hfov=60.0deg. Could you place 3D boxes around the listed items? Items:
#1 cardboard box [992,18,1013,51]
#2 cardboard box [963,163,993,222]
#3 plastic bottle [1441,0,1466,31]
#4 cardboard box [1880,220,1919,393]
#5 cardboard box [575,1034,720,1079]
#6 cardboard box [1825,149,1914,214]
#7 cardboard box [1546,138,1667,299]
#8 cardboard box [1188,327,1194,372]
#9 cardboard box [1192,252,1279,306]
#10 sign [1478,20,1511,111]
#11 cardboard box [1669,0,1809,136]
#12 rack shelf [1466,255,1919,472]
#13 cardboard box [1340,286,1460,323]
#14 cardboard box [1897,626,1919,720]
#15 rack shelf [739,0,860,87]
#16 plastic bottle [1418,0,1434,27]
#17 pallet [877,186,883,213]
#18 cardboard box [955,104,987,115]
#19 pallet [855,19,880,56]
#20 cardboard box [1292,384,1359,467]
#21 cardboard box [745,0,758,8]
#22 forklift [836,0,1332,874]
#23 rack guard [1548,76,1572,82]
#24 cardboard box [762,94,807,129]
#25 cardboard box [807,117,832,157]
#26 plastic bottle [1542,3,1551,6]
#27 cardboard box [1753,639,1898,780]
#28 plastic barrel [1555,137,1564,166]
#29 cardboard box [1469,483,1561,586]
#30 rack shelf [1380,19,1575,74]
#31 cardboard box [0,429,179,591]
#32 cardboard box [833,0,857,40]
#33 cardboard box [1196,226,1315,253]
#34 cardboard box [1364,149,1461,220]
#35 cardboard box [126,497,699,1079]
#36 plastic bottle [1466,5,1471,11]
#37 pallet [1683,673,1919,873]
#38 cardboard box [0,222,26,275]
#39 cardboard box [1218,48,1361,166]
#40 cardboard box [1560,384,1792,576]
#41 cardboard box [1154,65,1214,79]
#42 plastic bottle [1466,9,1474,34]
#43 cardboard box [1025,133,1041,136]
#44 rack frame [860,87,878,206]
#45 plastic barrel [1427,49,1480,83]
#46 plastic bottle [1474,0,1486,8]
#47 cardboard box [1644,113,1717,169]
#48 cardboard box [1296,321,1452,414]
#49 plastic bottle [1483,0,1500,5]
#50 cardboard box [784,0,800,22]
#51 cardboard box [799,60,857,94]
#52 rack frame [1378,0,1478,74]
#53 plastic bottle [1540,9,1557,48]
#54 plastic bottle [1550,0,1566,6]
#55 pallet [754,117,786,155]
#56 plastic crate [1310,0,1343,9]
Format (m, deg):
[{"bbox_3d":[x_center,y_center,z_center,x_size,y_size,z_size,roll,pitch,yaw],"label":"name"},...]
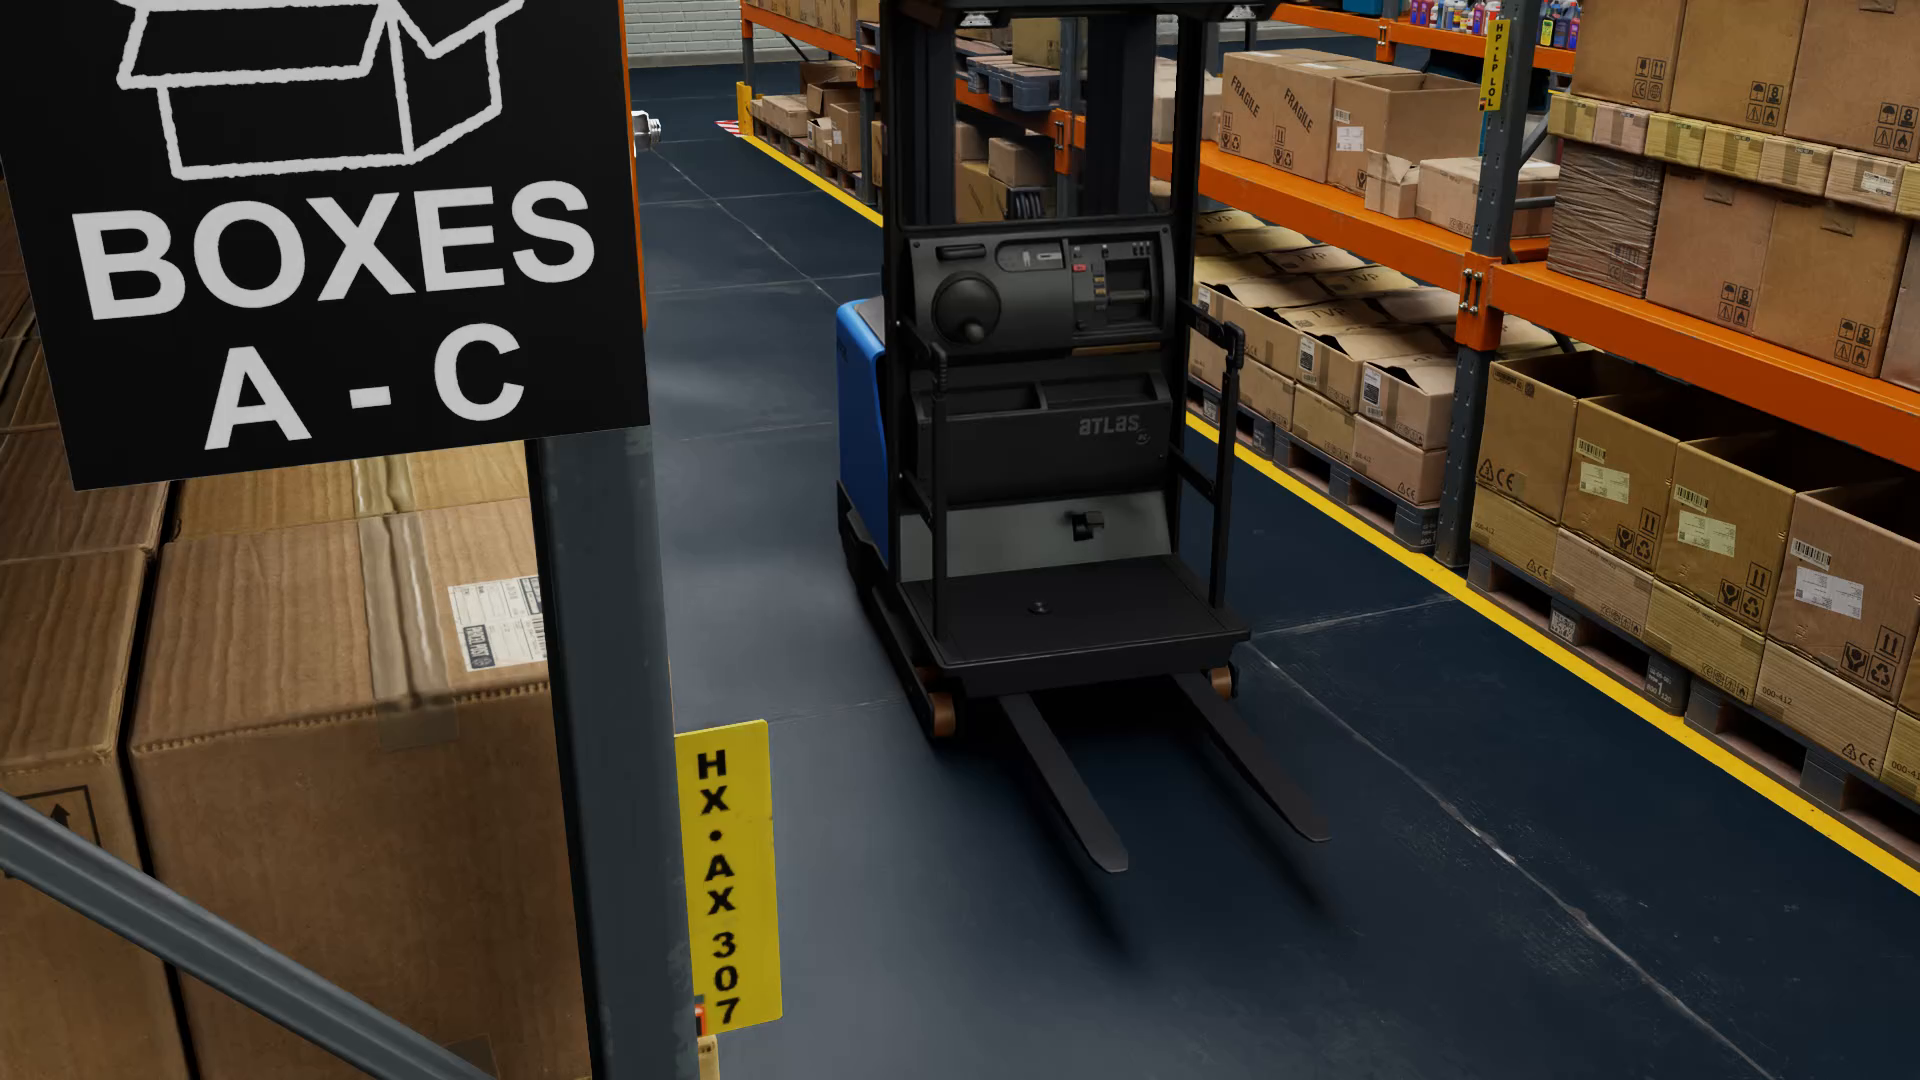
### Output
[{"bbox_3d":[0.609,-3.610,11.283,0.700,0.500,0.500,-4,23,-9],"label":"cardboard box"},{"bbox_3d":[0.349,-2.345,11.603,0.500,0.500,0.500,-9,25,-21],"label":"cardboard box"},{"bbox_3d":[4.240,-4.519,14.270,0.152,0.276,0.135,-8,24,-19],"label":"plastic bottle"},{"bbox_3d":[3.205,-0.671,4.851,0.700,0.500,0.500,-8,24,-17],"label":"cardboard box"},{"bbox_3d":[-0.601,0.629,2.064,0.500,0.250,0.500,-9,25,-21],"label":"cardboard box"},{"bbox_3d":[2.867,-1.098,5.029,0.380,0.149,0.250,-9,25,-21],"label":"cardboard box"},{"bbox_3d":[2.657,-1.230,6.179,0.700,0.500,0.500,-9,24,-20],"label":"cardboard box"},{"bbox_3d":[1.359,-1.123,9.053,0.500,0.250,0.500,-9,24,-20],"label":"cardboard box"},{"bbox_3d":[1.363,-1.377,8.933,0.500,0.311,0.500,-9,24,-20],"label":"cardboard box"},{"bbox_3d":[1.990,-1.764,6.184,0.100,0.325,0.005,-8,24,-19],"label":"sign"},{"bbox_3d":[2.837,-1.645,5.491,0.700,0.500,0.500,-8,24,-19],"label":"cardboard box"},{"bbox_3d":[3.201,-0.287,4.994,1.077,0.370,4.000,-8,24,-19],"label":"rack shelf"},{"bbox_3d":[2.225,-1.084,8.238,0.500,0.311,0.500,-9,25,-21],"label":"cardboard box"},{"bbox_3d":[3.072,0.321,4.660,0.500,0.500,0.500,-8,24,-19],"label":"cardboard box"},{"bbox_3d":[-1.038,-4.647,15.339,1.077,0.370,4.000,-8,24,-19],"label":"rack shelf"},{"bbox_3d":[4.081,-4.636,14.537,0.061,0.283,0.133,-8,24,-19],"label":"plastic bottle"},{"bbox_3d":[-0.009,-2.676,13.328,1.003,0.211,1.213,-8,24,-19],"label":"pallet"},{"bbox_3d":[-0.036,-3.075,12.371,0.500,0.250,0.500,-8,24,-19],"label":"cardboard box"},{"bbox_3d":[-0.152,-3.858,12.788,1.003,0.211,1.213,-8,24,-19],"label":"pallet"},{"bbox_3d":[1.899,-0.566,7.731,0.500,0.250,0.500,-9,24,-20],"label":"cardboard box"},{"bbox_3d":[-1.835,-5.554,16.436,0.500,0.500,0.500,-8,24,-18],"label":"cardboard box"},{"bbox_3d":[0.344,-0.840,5.470,1.130,2.935,3.031,-6,24,-13],"label":"forklift"},{"bbox_3d":[7.515,-5.920,20.651,1.175,0.500,0.348,-8,24,-19],"label":"rack guard"},{"bbox_3d":[-1.642,-4.222,16.380,0.500,0.250,0.500,-8,24,-19],"label":"cardboard box"},{"bbox_3d":[-1.064,-3.656,14.957,0.500,0.311,0.500,-8,24,-19],"label":"cardboard box"},{"bbox_3d":[4.942,-4.432,14.069,0.097,0.271,0.097,0,23,0],"label":"plastic bottle"},{"bbox_3d":[2.900,0.484,5.238,0.500,0.250,0.500,-8,24,-19],"label":"cardboard box"},{"bbox_3d":[5.129,-3.145,13.413,0.600,0.588,0.708,-8,24,-19],"label":"plastic barrel"},{"bbox_3d":[2.374,-0.061,6.533,0.500,0.250,0.500,-8,24,-19],"label":"cardboard box"},{"bbox_3d":[5.010,-3.872,13.500,1.077,0.370,4.000,-8,24,-19],"label":"rack shelf"},{"bbox_3d":[-1.260,0.178,2.168,0.500,0.500,0.500,-8,24,-18],"label":"cardboard box"},{"bbox_3d":[-0.749,-4.444,13.803,0.500,0.500,0.500,-8,24,-18],"label":"cardboard box"},{"bbox_3d":[1.686,-1.639,9.553,0.500,0.311,0.500,-9,24,-20],"label":"cardboard box"},{"bbox_3d":[2.012,-1.577,7.303,0.396,0.266,0.258,-9,24,-20],"label":"cardboard box"},{"bbox_3d":[-0.613,0.289,1.903,0.500,0.500,0.500,-8,24,-19],"label":"cardboard box"},{"bbox_3d":[4.350,-4.509,14.341,0.097,0.201,0.097,0,23,0],"label":"plastic bottle"},{"bbox_3d":[3.171,0.679,5.367,1.003,0.211,1.213,-8,24,-19],"label":"pallet"},{"bbox_3d":[-1.818,-0.380,3.491,0.500,0.500,0.500,-8,24,-18],"label":"cardboard box"},{"bbox_3d":[1.689,-2.237,8.566,0.500,0.500,0.500,-10,25,-22],"label":"cardboard box"},{"bbox_3d":[2.549,-0.225,5.955,0.500,0.500,0.500,-8,24,-19],"label":"cardboard box"},{"bbox_3d":[1.169,-2.619,9.716,0.500,0.311,0.500,-7,24,-16],"label":"cardboard box"},{"bbox_3d":[4.324,-4.368,14.008,0.097,0.201,0.097,0,23,0],"label":"plastic bottle"},{"bbox_3d":[0.454,-2.799,12.682,0.500,0.500,0.500,-8,24,-18],"label":"cardboard box"},{"bbox_3d":[-0.332,-4.252,13.475,1.000,3.000,0.127,-8,24,-19],"label":"rack frame"},{"bbox_3d":[4.480,-3.956,14.936,0.600,0.901,0.708,-8,24,-19],"label":"plastic barrel"},{"bbox_3d":[4.635,-4.716,14.832,0.097,0.201,0.097,0,23,0],"label":"plastic bottle"},{"bbox_3d":[2.590,-1.381,5.700,0.380,0.149,0.250,-9,24,-20],"label":"cardboard box"},{"bbox_3d":[1.893,-0.826,7.624,0.500,0.311,0.500,-8,24,-18],"label":"cardboard box"},{"bbox_3d":[4.745,-4.774,14.874,0.152,0.276,0.135,-8,24,-19],"label":"plastic bottle"},{"bbox_3d":[-1.298,-5.002,15.128,0.500,0.500,0.500,-8,24,-18],"label":"cardboard box"},{"bbox_3d":[-1.322,-4.592,16.935,0.500,0.500,0.500,-8,24,-19],"label":"cardboard box"},{"bbox_3d":[4.303,-4.930,15.084,1.000,3.000,0.127,-8,24,-19],"label":"rack frame"},{"bbox_3d":[4.658,-4.042,13.128,0.061,0.283,0.133,-8,24,-19],"label":"plastic bottle"},{"bbox_3d":[5.052,-4.458,14.124,0.152,0.276,0.135,-8,24,-19],"label":"plastic bottle"},{"bbox_3d":[-1.436,-4.103,16.713,1.003,0.211,1.213,-8,24,-19],"label":"pallet"},{"bbox_3d":[3.657,-5.201,16.004,0.437,0.125,0.590,-8,24,-19],"label":"plastic crate"}]
